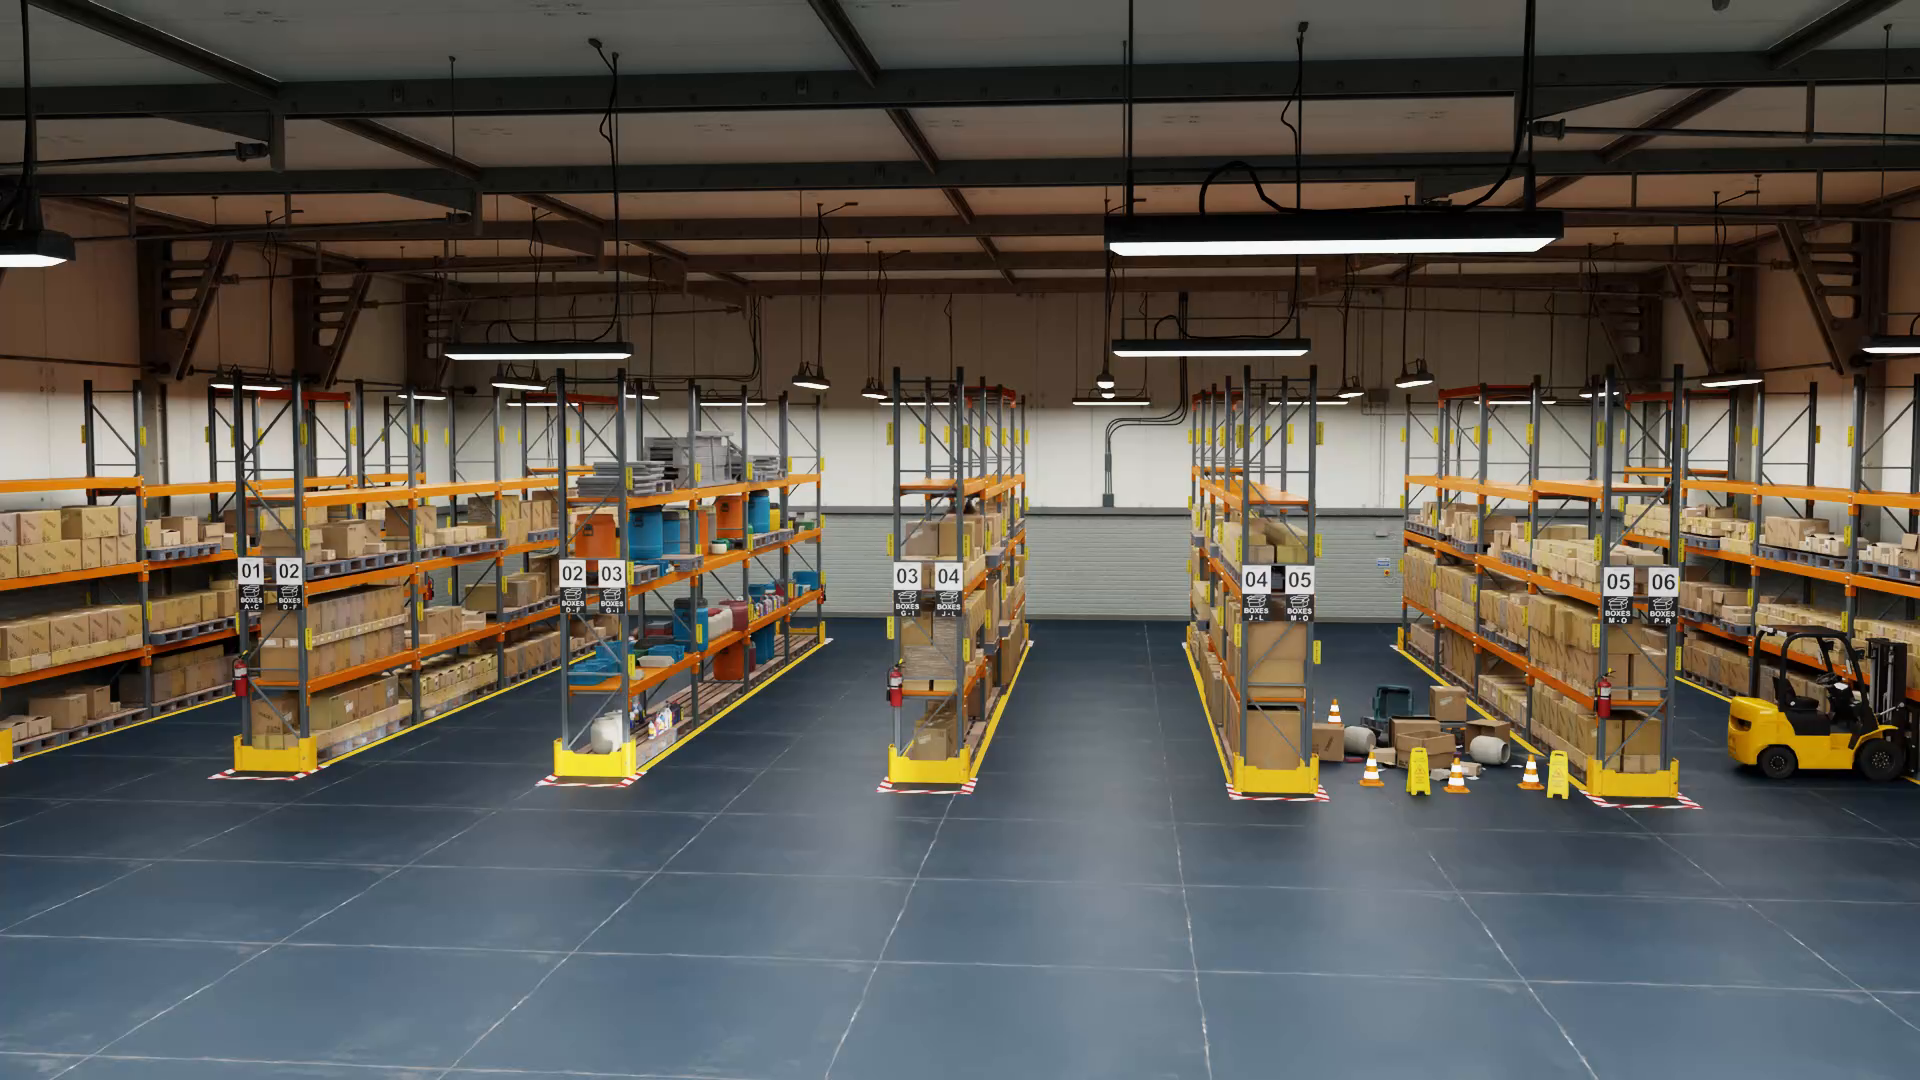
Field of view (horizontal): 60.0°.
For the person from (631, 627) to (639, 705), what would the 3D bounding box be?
[{"bbox_3d":[-5.738,2.367,29.628,0.477,1.620,0.354,-1,4,-20],"label":"person"}]
